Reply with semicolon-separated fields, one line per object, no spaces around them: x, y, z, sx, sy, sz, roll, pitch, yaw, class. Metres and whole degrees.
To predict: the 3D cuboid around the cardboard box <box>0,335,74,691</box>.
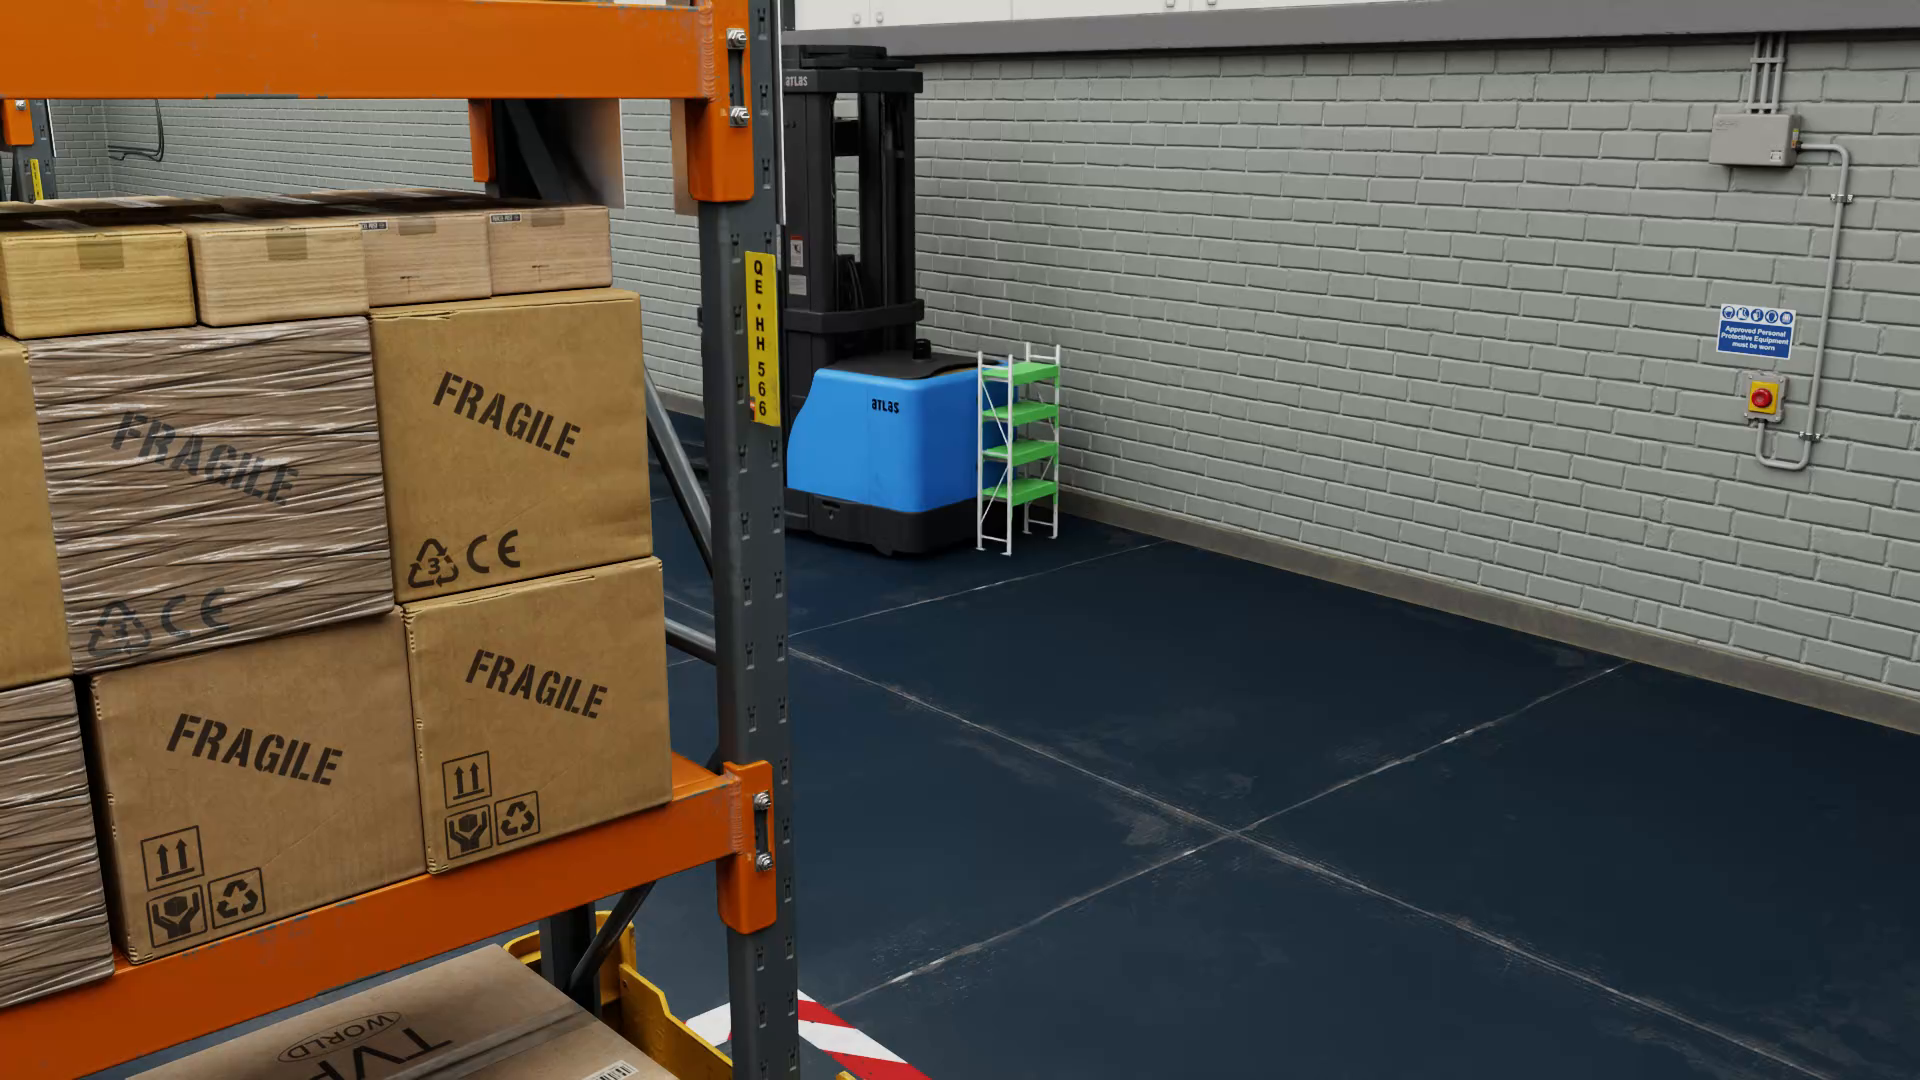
-1.681;-0.042;2.463;0.500;0.500;0.500;-13;20;-40;cardboard box

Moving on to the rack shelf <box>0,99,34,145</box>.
-5.558;-1.525;5.730;4.000;0.370;1.077;-13;19;-39;rack shelf

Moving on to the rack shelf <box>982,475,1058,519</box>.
0.354;-0.263;10.086;0.258;0.148;0.480;11;19;36;rack shelf

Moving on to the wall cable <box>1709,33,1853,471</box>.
3.515;-1.282;7.206;0.123;1.953;0.585;-13;19;-39;wall cable

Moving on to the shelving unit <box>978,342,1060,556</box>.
0.354;-0.556;10.007;0.258;1.200;0.503;11;19;36;shelving unit

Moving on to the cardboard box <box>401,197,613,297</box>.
-0.862;-0.561;3.149;0.250;0.149;0.380;-12;19;-39;cardboard box

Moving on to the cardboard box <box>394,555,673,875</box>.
-0.913;0.269;3.237;0.500;0.500;0.500;-13;19;-39;cardboard box

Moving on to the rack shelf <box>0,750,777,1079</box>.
-2.232;0.870;2.573;4.000;0.370;1.077;-13;19;-39;rack shelf

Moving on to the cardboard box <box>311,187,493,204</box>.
-1.173;-0.654;3.500;0.250;0.149;0.380;-12;19;-38;cardboard box

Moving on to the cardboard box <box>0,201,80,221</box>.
-1.782;-0.526;3.020;0.250;0.149;0.380;-13;20;-41;cardboard box

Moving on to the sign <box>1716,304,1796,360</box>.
3.530;-0.926;7.381;0.001;0.218;0.327;-13;19;-39;sign

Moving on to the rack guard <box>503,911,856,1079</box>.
-0.705;1.388;4.086;0.348;0.500;1.175;-13;19;-39;rack guard

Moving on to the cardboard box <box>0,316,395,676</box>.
-1.306;-0.125;2.774;0.500;0.500;0.500;-13;19;-39;cardboard box

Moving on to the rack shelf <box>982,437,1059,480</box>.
0.354;-0.494;10.024;0.258;0.148;0.480;11;19;36;rack shelf

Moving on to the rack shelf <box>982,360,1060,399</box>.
0.354;-0.958;9.900;0.258;0.148;0.480;11;19;36;rack shelf

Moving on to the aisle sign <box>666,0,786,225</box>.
-0.465;-1.024;3.233;0.004;0.787;0.394;-13;19;-39;aisle sign

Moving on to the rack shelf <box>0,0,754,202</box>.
-2.232;-0.579;2.186;4.000;0.370;1.077;-13;19;-39;rack shelf

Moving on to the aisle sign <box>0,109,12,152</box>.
-4.191;-2.089;7.222;0.004;0.787;0.394;-13;19;-39;aisle sign

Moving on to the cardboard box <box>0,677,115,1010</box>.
-1.683;0.440;2.596;0.500;0.500;0.500;-12;19;-38;cardboard box

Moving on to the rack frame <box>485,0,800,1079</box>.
-0.721;0.185;3.746;0.053;2.616;0.949;-13;19;-39;rack frame

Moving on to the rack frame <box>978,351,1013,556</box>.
0.206;-0.506;9.820;0.240;1.200;0.015;11;19;36;rack frame

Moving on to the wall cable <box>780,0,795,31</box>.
-0.700;-6.485;10.856;0.120;5.999;2.277;-13;19;-39;wall cable

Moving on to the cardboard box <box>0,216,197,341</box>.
-1.395;-0.418;2.616;0.250;0.149;0.380;-12;19;-38;cardboard box

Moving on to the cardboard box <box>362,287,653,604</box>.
-0.931;-0.219;3.127;0.500;0.500;0.500;-12;19;-38;cardboard box

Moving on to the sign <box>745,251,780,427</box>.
-0.377;-0.382;3.164;0.005;0.325;0.100;-13;19;-39;sign

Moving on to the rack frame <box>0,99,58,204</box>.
-4.049;-0.763;7.292;0.127;3.000;1.000;-13;19;-39;rack frame

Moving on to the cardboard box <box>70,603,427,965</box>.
-1.302;0.351;2.929;0.500;0.500;0.500;-13;20;-41;cardboard box

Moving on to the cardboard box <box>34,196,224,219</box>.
-1.595;-0.575;3.200;0.250;0.149;0.380;-12;19;-38;cardboard box

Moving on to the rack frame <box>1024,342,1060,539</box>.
0.502;-0.606;10.195;0.240;1.200;0.015;11;19;36;rack frame

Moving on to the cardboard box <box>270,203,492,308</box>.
-1.038;-0.513;2.971;0.250;0.149;0.380;-12;19;-38;cardboard box

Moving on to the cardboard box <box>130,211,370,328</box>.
-1.178;-0.453;2.746;0.250;0.149;0.380;-13;20;-40;cardboard box

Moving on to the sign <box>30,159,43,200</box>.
-3.700;-1.363;6.685;0.005;0.325;0.100;-13;19;-39;sign

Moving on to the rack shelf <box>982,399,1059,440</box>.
0.354;-0.726;9.962;0.258;0.148;0.480;11;19;36;rack shelf

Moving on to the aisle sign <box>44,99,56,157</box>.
-3.797;-1.972;6.784;0.004;0.787;0.394;-13;19;-39;aisle sign

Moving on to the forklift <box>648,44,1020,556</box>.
-1.080;-1.614;10.613;3.031;2.935;1.130;12;19;39;forklift

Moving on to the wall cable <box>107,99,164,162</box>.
-12.482;-6.925;24.755;0.112;2.526;3.097;-13;19;-39;wall cable

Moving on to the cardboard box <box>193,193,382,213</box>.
-1.324;-0.596;3.281;0.250;0.149;0.380;-12;19;-38;cardboard box

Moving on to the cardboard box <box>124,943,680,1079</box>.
-1.155;1.350;3.534;0.875;0.438;0.875;-14;20;-41;cardboard box

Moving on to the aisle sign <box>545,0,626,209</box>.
-0.859;-1.141;3.670;0.004;0.787;0.394;-13;19;-39;aisle sign
